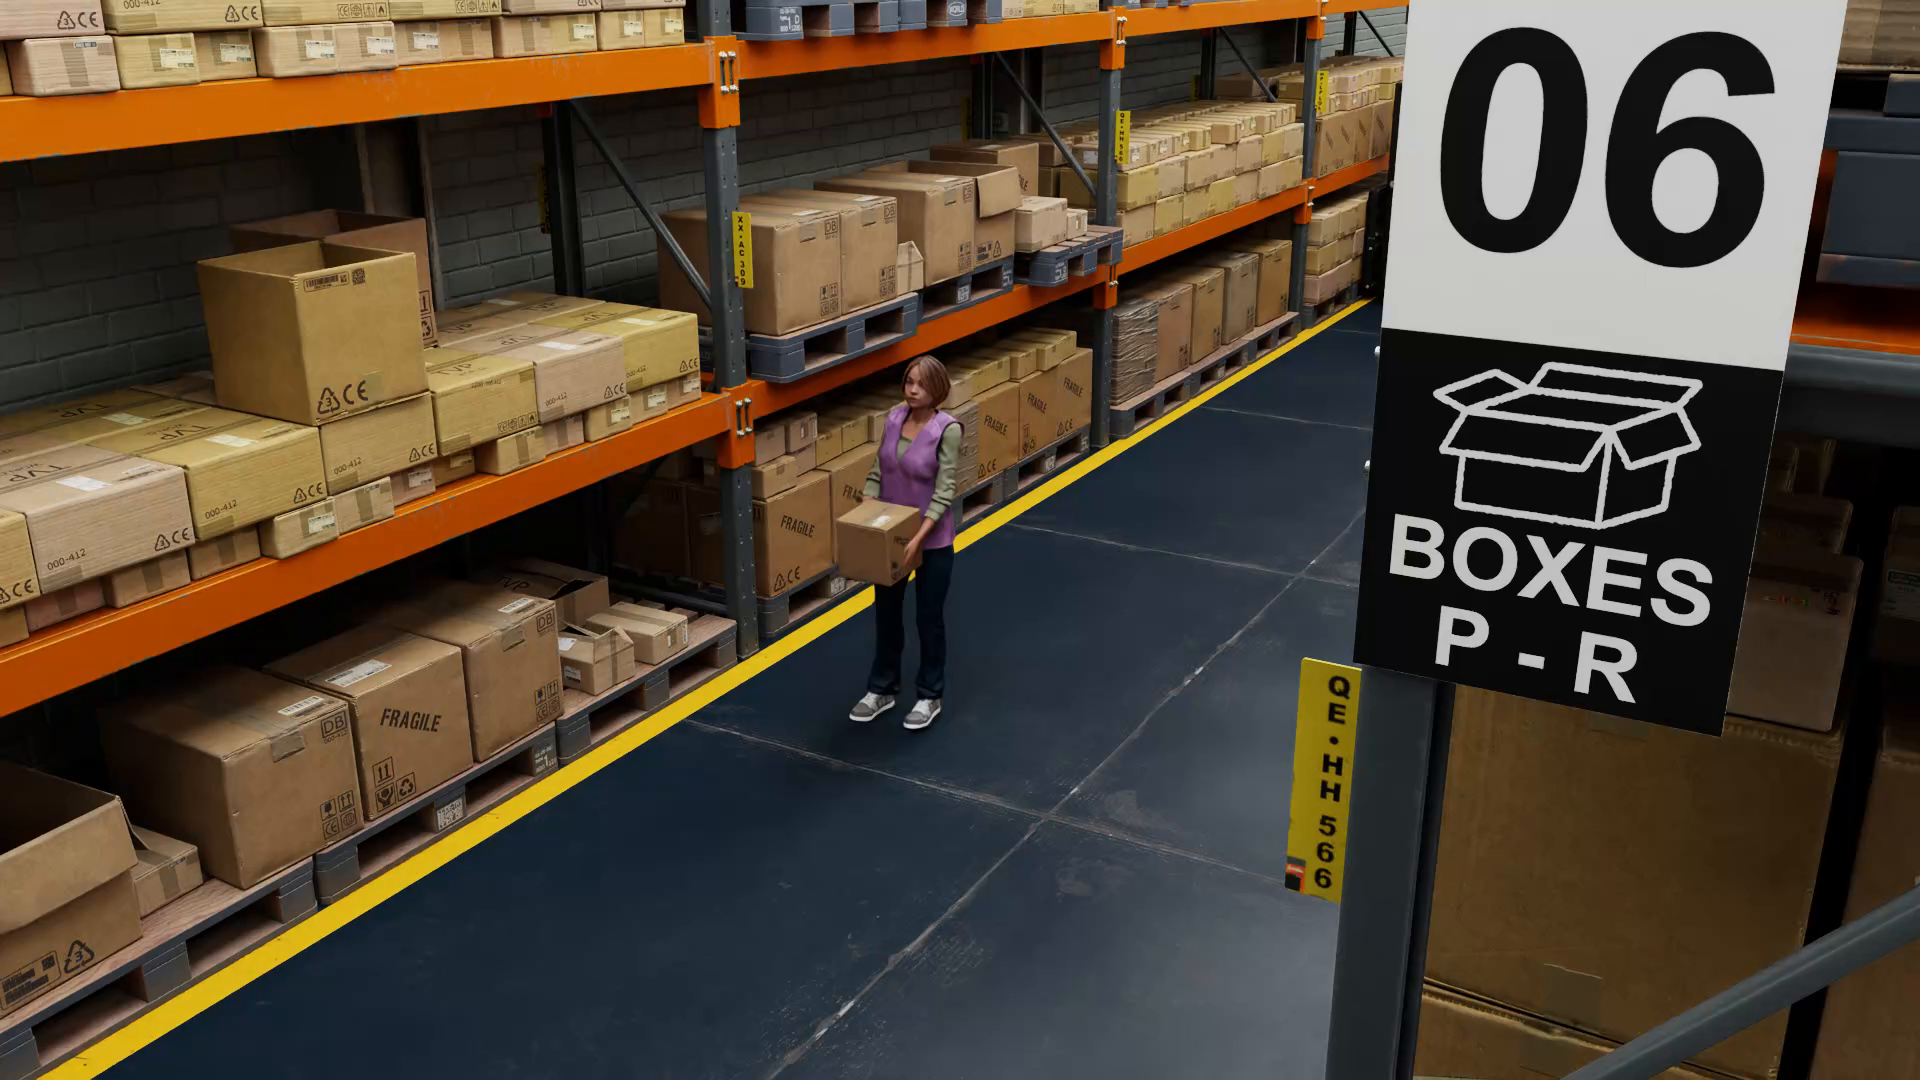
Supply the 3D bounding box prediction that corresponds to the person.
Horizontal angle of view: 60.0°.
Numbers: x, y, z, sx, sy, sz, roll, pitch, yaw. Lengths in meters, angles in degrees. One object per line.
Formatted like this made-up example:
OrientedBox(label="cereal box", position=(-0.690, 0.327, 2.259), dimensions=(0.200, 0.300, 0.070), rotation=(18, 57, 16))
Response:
OrientedBox(label="person", position=(-0.225, 0.027, 6.999), dimensions=(0.440, 1.601, 0.459), rotation=(12, 23, 30))
